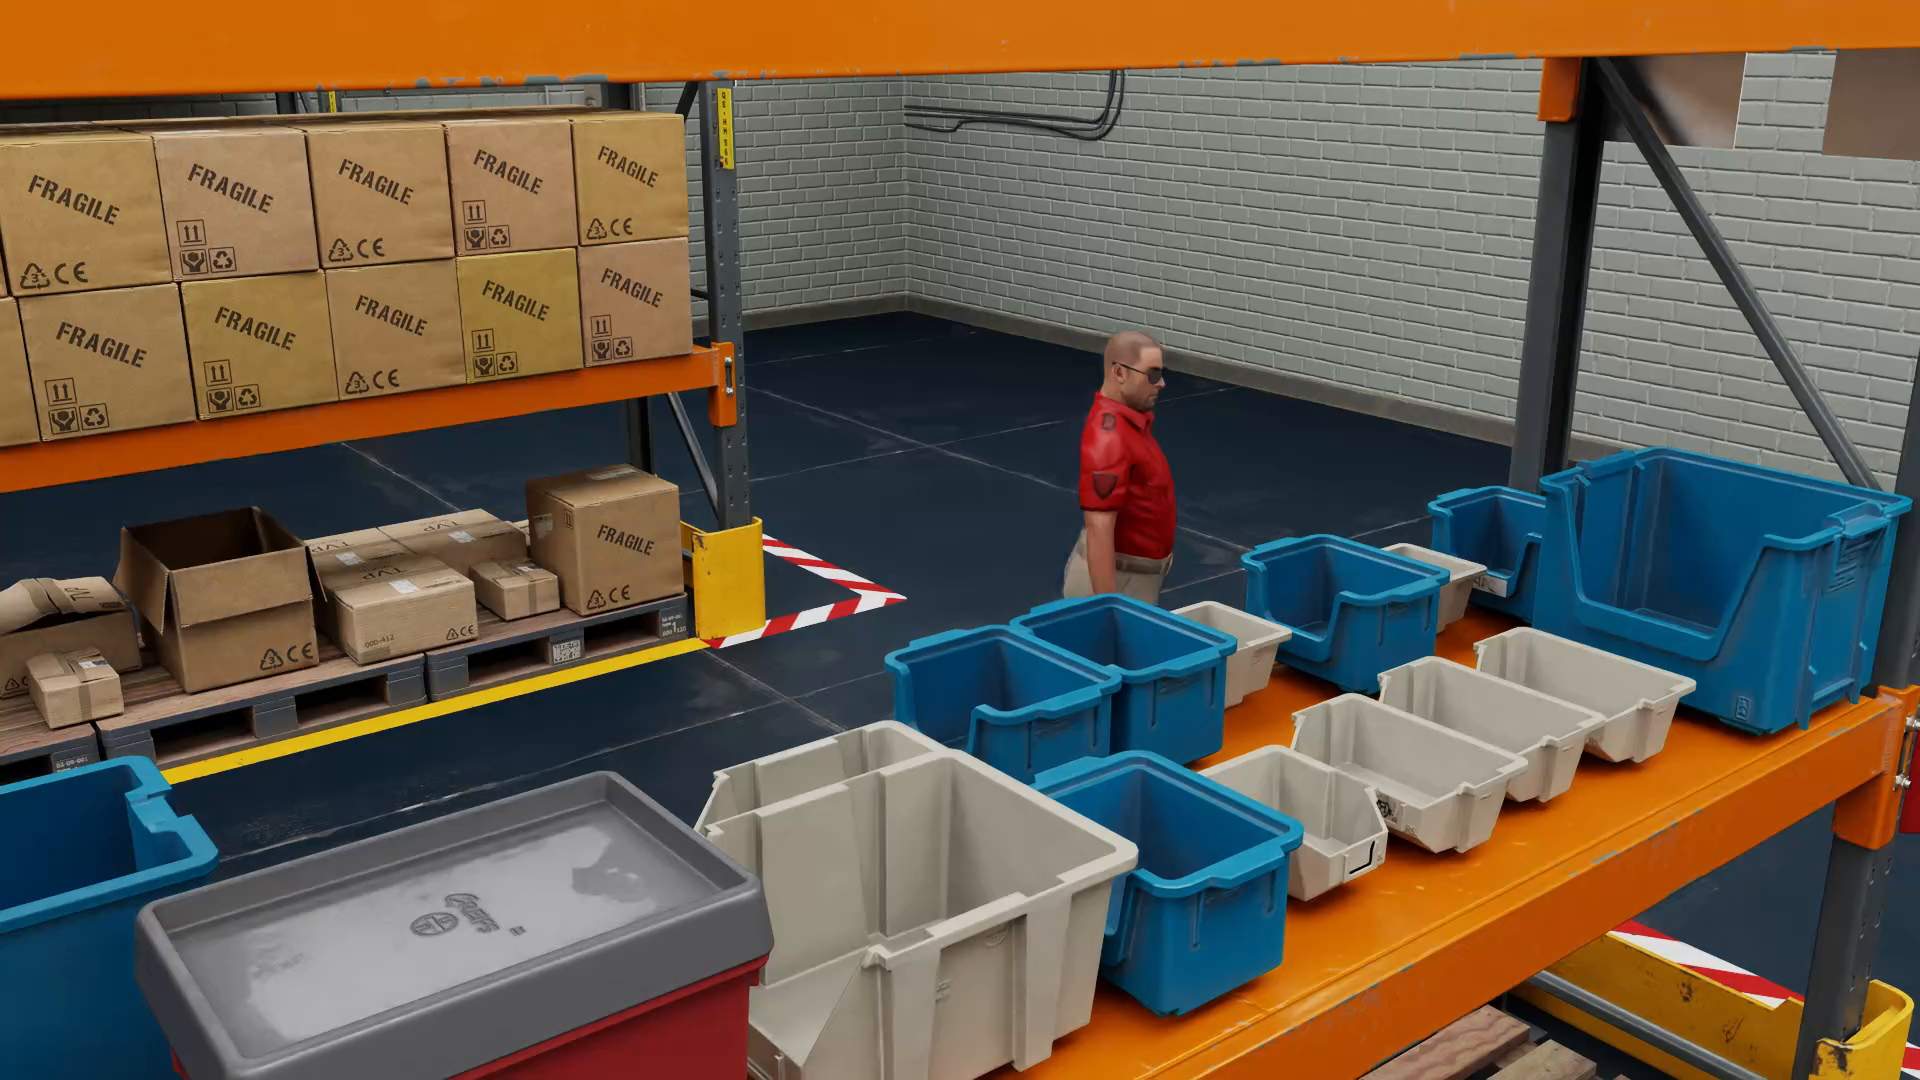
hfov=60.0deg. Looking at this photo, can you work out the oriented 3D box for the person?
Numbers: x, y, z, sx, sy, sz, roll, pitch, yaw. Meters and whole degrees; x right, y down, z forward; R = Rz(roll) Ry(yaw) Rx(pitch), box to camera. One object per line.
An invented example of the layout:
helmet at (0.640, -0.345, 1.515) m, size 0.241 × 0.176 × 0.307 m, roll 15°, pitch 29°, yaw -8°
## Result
person at (0.454, 0.173, 5.486) m, size 0.503 × 1.716 × 0.676 m, roll 2°, pitch 18°, yaw 6°
